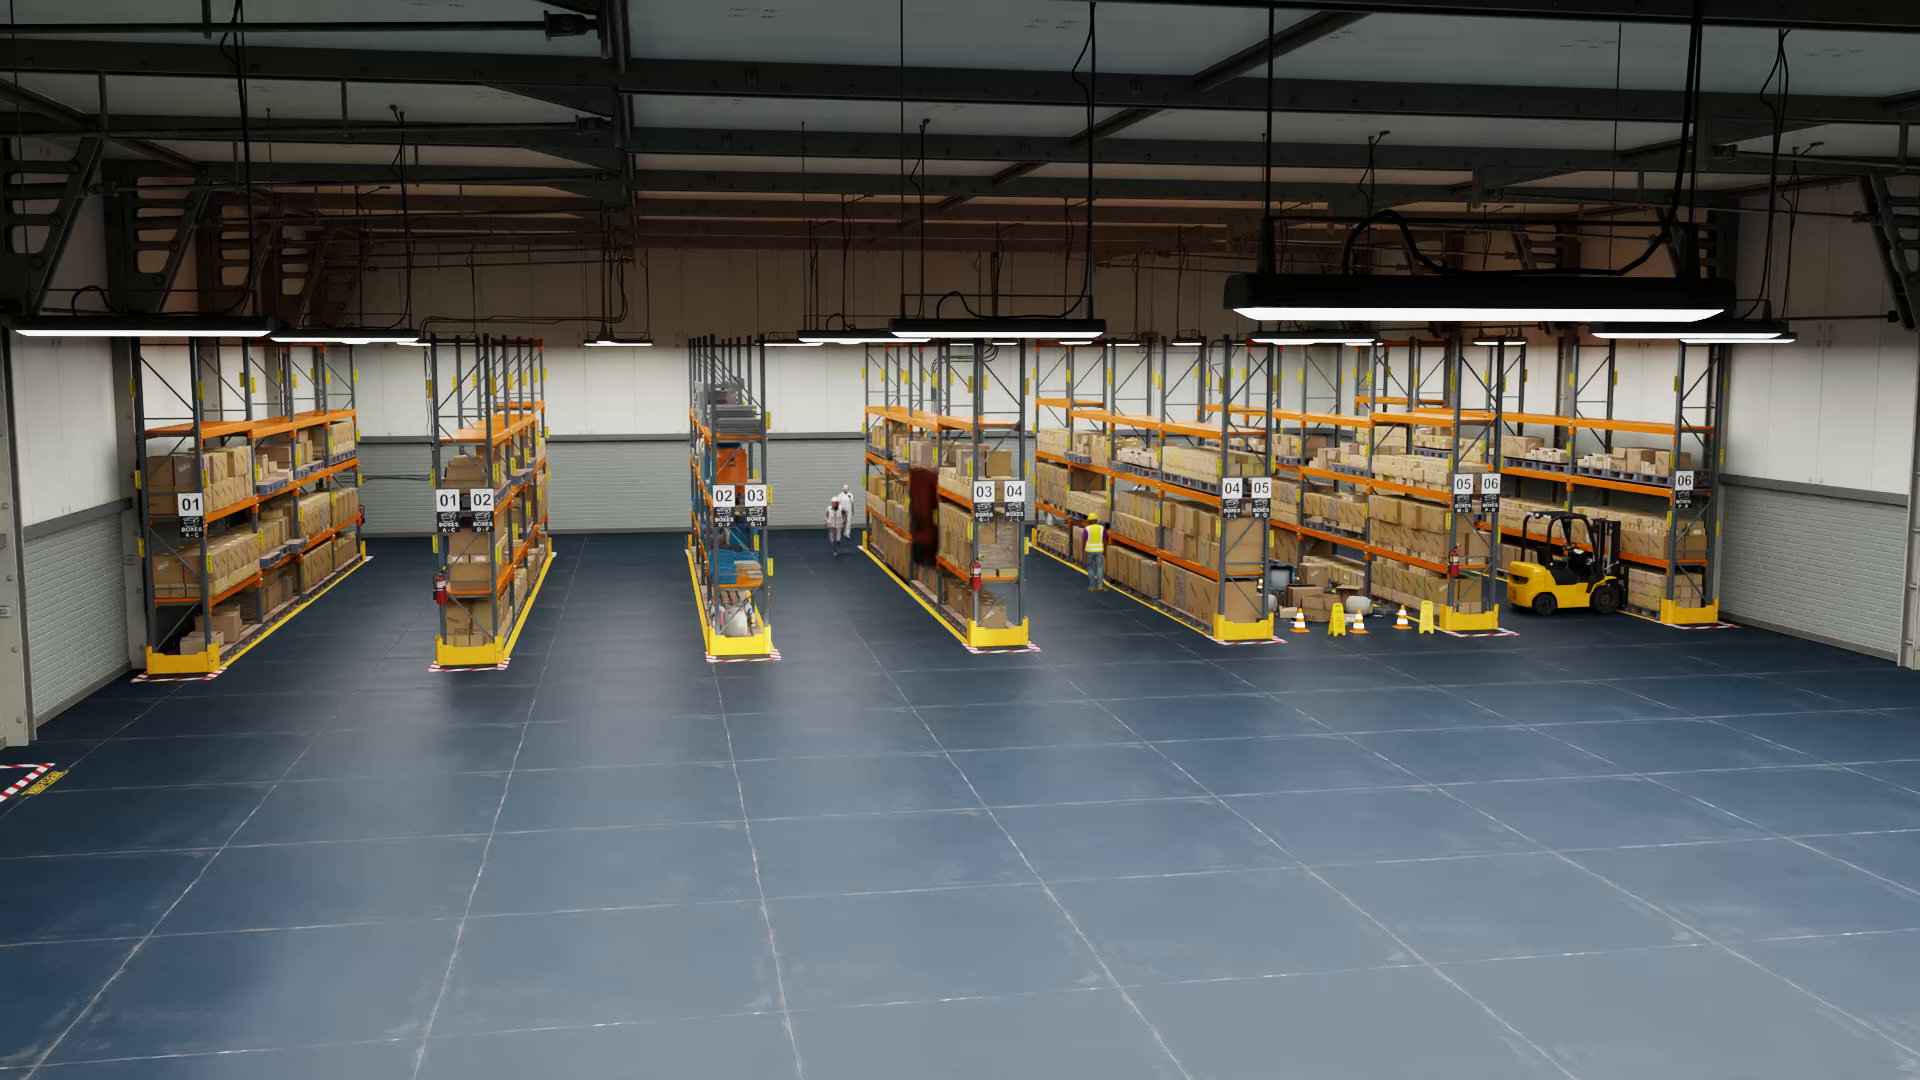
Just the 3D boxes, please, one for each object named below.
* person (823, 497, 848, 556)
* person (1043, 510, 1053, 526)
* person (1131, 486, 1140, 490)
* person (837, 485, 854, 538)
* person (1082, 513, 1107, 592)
[{"bbox_3d":[-3.441,-0.380,46.022,0.669,1.679,0.729,0,7,0],"label":"person"},{"bbox_3d":[2.744,-1.095,51.907,0.555,1.684,1.099,3,7,24],"label":"person"},{"bbox_3d":[5.150,-0.664,48.036,0.468,1.785,0.608,4,8,32],"label":"person"},{"bbox_3d":[-3.492,-0.887,50.569,0.506,1.592,1.031,1,7,7],"label":"person"},{"bbox_3d":[3.016,0.278,37.393,0.594,1.768,0.536,-1,7,-12],"label":"person"}]
